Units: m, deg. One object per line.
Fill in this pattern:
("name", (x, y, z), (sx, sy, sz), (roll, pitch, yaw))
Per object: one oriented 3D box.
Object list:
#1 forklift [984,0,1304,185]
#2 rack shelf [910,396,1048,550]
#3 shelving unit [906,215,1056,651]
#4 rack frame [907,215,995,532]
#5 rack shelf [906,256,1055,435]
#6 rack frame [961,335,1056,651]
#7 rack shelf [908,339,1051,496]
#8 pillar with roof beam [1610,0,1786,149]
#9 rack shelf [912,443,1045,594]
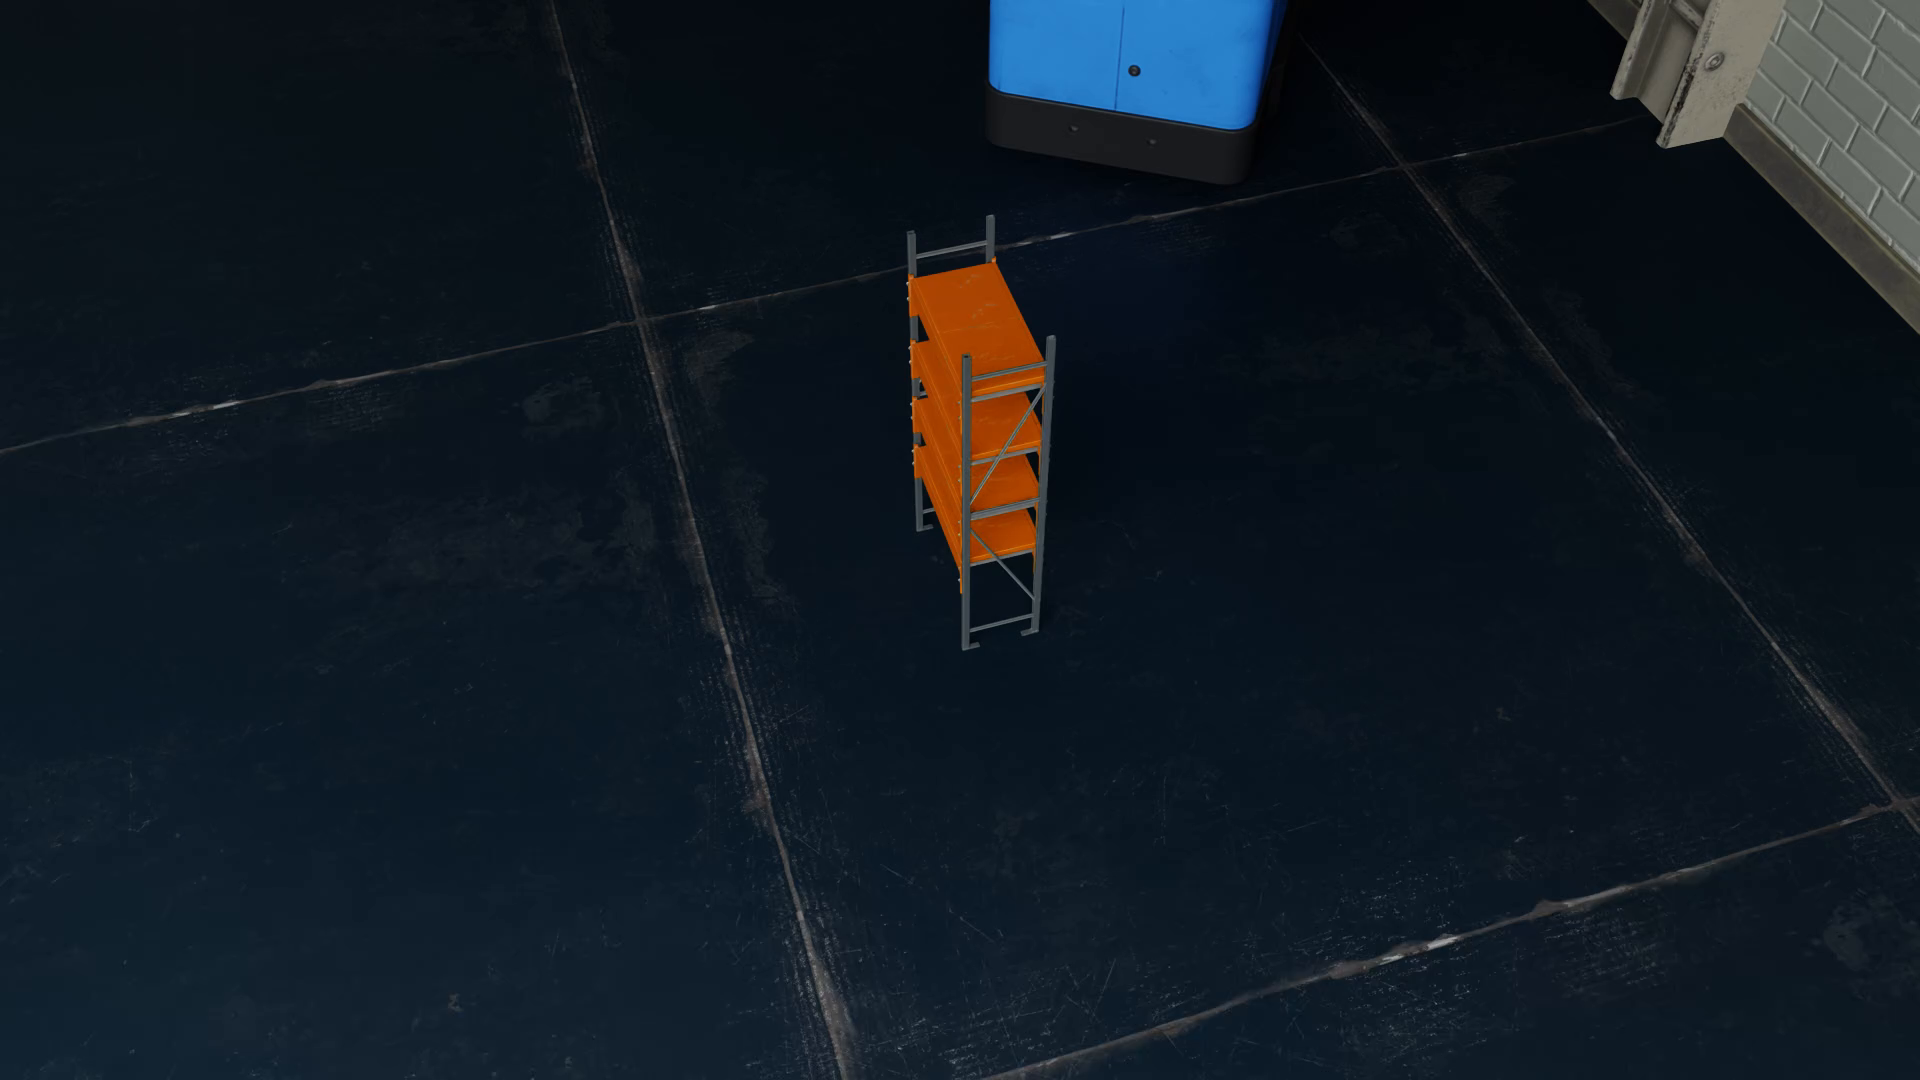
("forklift", (0.984, -3.444, 6.236), (1.130, 2.935, 3.031), (12, 51, 10))
("rack shelf", (0.049, -0.222, 4.741), (0.258, 0.148, 0.480), (-13, 51, -11))
("shelving unit", (0.049, -0.266, 4.689), (0.258, 1.200, 0.503), (-13, 51, -11))
("rack frame", (-0.023, -0.444, 4.840), (0.240, 1.200, 0.015), (-13, 51, -11))
("rack shelf", (0.049, -0.519, 4.389), (0.258, 0.148, 0.480), (-13, 51, -11))
("rack frame", (0.121, -0.088, 4.539), (0.240, 1.200, 0.015), (-13, 51, -11))
("rack shelf", (0.049, -0.367, 4.570), (0.258, 0.148, 0.480), (-13, 51, -11))
("pillar with roof beam", (-1.256, -3.647, 2.439), (9.100, 9.000, 0.400), (-13, 51, -11))
("rack shelf", (0.049, -0.094, 4.893), (0.258, 0.148, 0.480), (-13, 51, -11))
